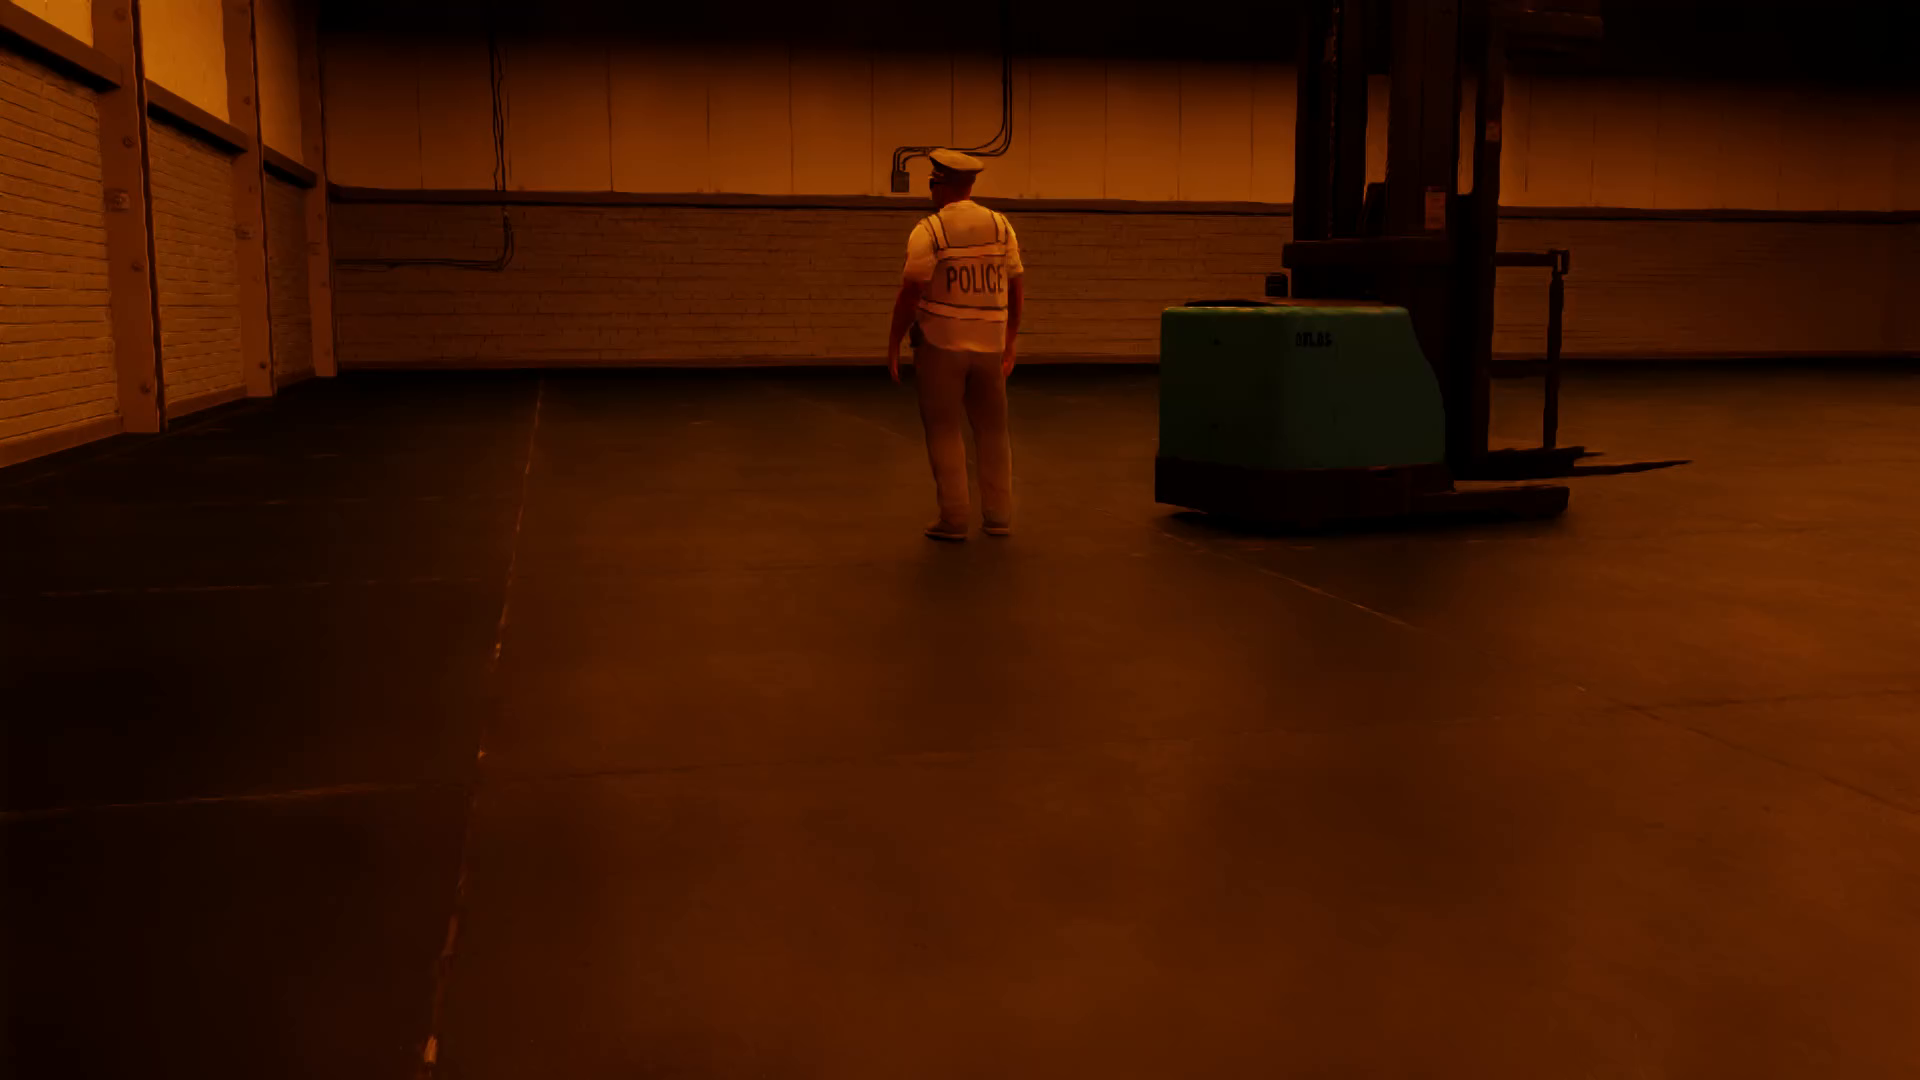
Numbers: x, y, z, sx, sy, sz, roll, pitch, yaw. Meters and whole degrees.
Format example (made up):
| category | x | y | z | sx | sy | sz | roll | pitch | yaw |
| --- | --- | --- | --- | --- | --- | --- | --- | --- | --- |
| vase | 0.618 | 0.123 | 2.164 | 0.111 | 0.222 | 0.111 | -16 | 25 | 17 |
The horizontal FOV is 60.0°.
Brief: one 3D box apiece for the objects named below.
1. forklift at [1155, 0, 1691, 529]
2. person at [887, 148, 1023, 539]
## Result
| category | x | y | z | sx | sy | sz | roll | pitch | yaw |
| --- | --- | --- | --- | --- | --- | --- | --- | --- | --- |
| forklift | 2.564 | -1.619 | 8.696 | 3.031 | 2.935 | 1.130 | -4 | 9 | -26 |
| person | -0.017 | -0.889 | 7.653 | 0.696 | 1.780 | 0.491 | -4 | 9 | -28 |
